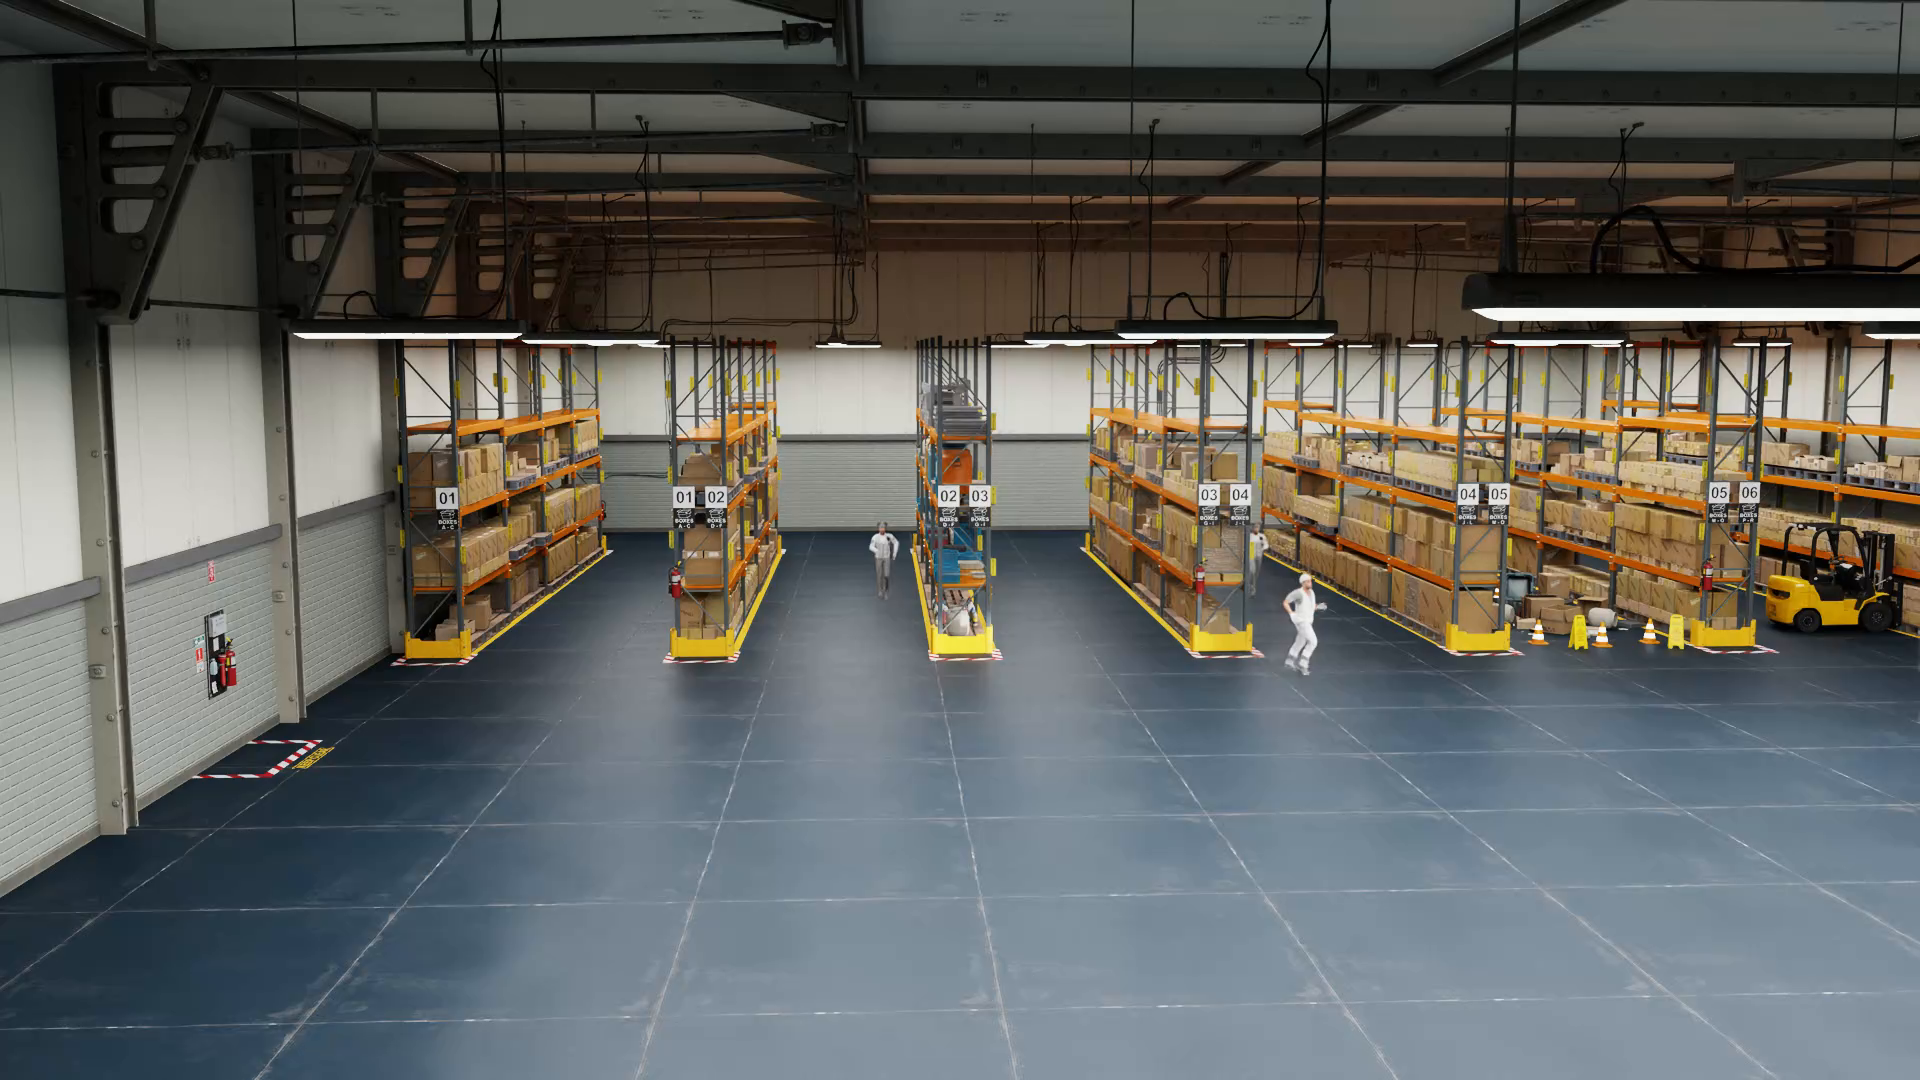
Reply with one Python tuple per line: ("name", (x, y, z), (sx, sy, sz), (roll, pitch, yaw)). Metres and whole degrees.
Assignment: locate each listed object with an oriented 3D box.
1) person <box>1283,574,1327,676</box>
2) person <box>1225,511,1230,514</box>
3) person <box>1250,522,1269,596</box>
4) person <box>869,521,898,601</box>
("person", (6.129, 1.503, 29.527), (0.746, 1.832, 0.616), (5, 8, 38))
("person", (7.799, -0.663, 48.649), (0.640, 1.767, 0.717), (-3, 7, -23))
("person", (6.994, 0.425, 39.332), (0.600, 1.743, 0.767), (0, 7, -4))
("person", (-1.681, 0.461, 36.665), (0.628, 1.760, 0.663), (0, 6, -1))
